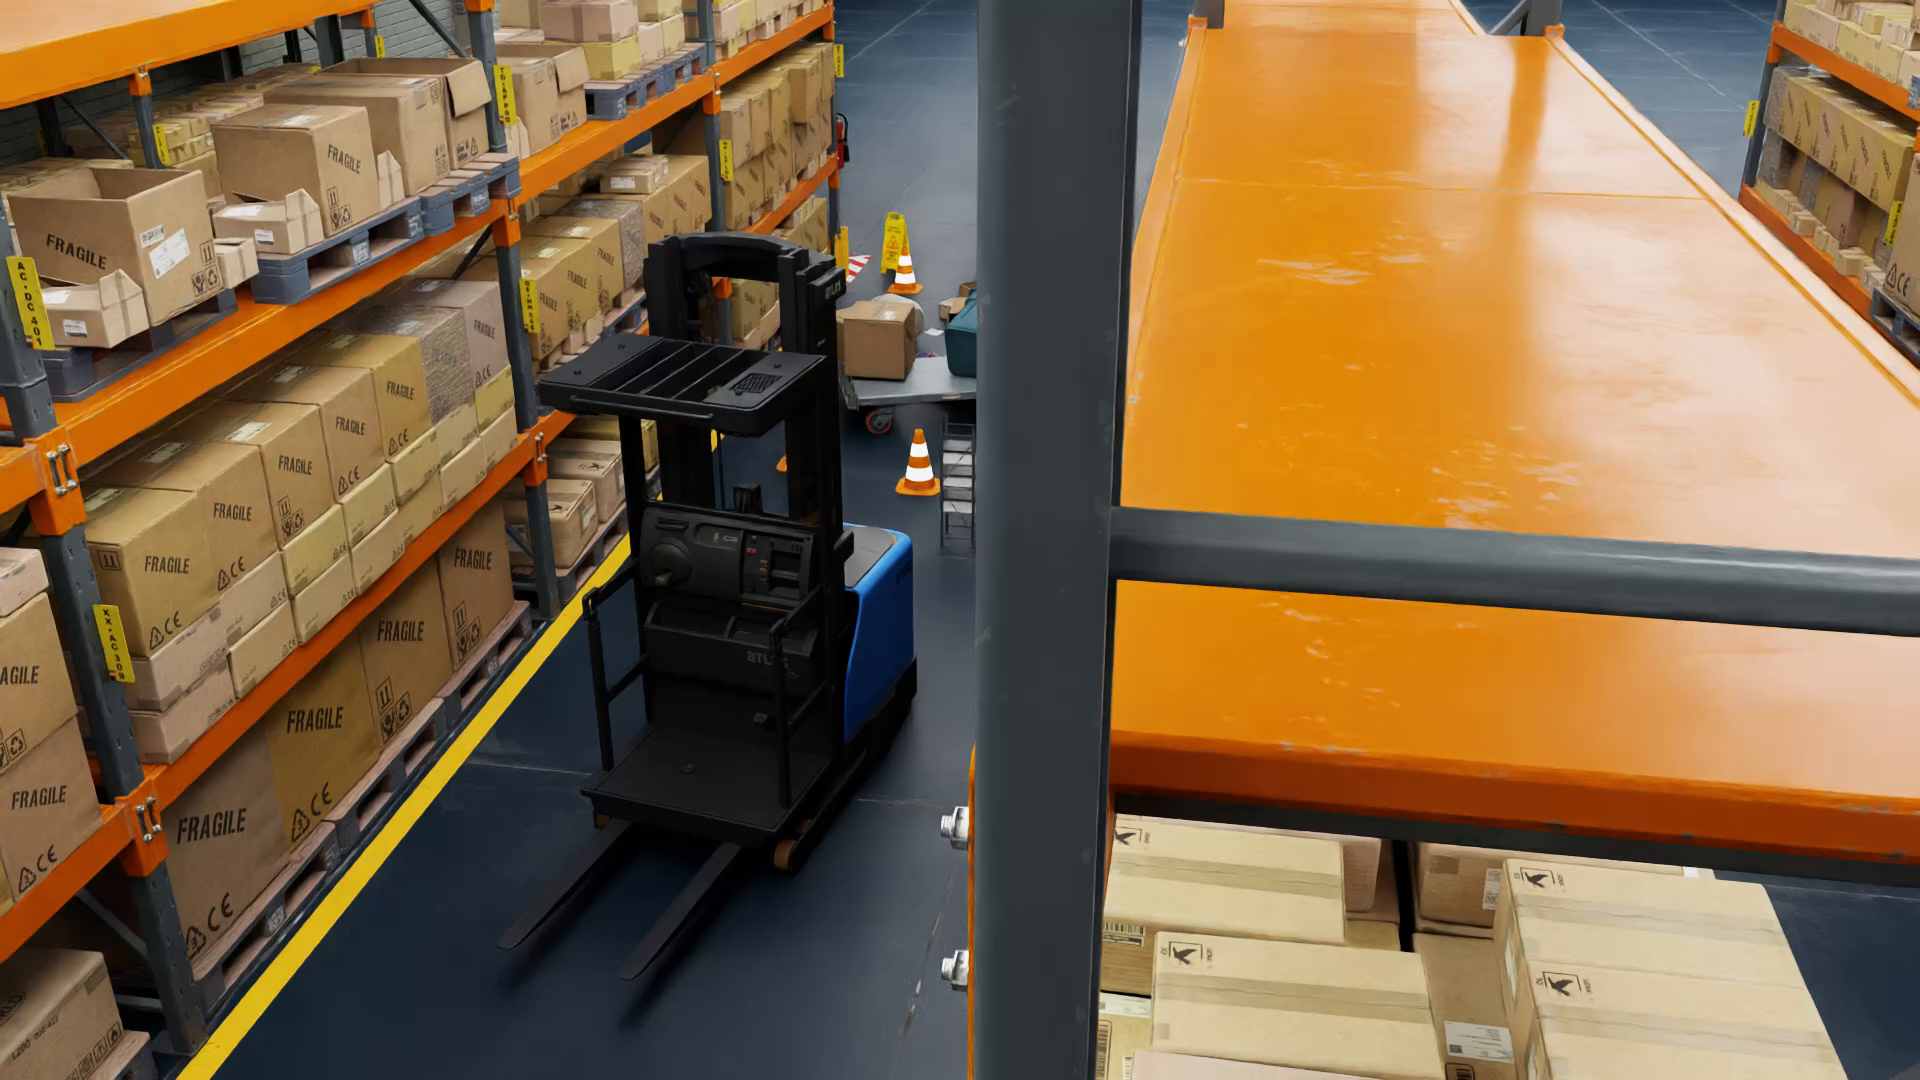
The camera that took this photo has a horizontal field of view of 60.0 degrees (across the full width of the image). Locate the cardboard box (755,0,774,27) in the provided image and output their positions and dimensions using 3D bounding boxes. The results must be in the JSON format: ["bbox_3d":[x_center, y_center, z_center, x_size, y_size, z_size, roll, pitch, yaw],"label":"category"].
[{"bbox_3d":[-1.914,-4.581,14.285,0.500,0.250,0.500,4,25,9],"label":"cardboard box"}]

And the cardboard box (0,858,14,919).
[{"bbox_3d":[-3.636,1.163,5.610,0.500,0.500,0.500,3,25,7],"label":"cardboard box"}]

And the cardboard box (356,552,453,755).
[{"bbox_3d":[-3.425,0.536,9.078,0.875,0.875,0.875,4,25,9],"label":"cardboard box"}]

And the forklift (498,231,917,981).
[{"bbox_3d":[-1.227,0.121,8.034,1.130,2.935,3.031,9,26,18],"label":"forklift"}]

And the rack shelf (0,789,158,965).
[{"bbox_3d":[-4.060,1.943,4.909,1.077,0.370,4.000,4,25,9],"label":"rack shelf"}]

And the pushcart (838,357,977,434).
[{"bbox_3d":[-0.169,-1.241,13.955,1.648,0.377,0.936,-5,25,-10],"label":"pushcart"}]

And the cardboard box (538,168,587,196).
[{"bbox_3d":[-2.928,-2.596,12.028,0.380,0.149,0.250,5,26,11],"label":"cardboard box"}]

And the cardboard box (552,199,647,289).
[{"bbox_3d":[-2.530,-2.084,11.700,0.500,0.500,0.500,3,25,7],"label":"cardboard box"}]

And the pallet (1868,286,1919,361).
[{"bbox_3d":[7.082,-1.482,11.605,1.003,0.211,1.213,4,25,9],"label":"pallet"}]

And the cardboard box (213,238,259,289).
[{"bbox_3d":[-3.182,-1.167,6.947,0.380,0.166,0.250,2,25,5],"label":"cardboard box"}]

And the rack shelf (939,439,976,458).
[{"bbox_3d":[-0.001,-0.619,11.452,0.258,0.077,0.200,4,25,9],"label":"rack shelf"}]

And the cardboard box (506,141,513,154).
[{"bbox_3d":[-2.861,-2.257,9.792,0.380,0.149,0.250,4,25,9],"label":"cardboard box"}]

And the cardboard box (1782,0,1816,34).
[{"bbox_3d":[7.671,-4.659,14.803,0.500,0.250,0.500,5,26,10],"label":"cardboard box"}]

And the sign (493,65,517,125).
[{"bbox_3d":[-2.534,-2.479,9.266,0.100,0.325,0.005,4,25,9],"label":"sign"}]

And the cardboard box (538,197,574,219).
[{"bbox_3d":[-3.035,-2.128,11.794,0.500,0.500,0.500,3,25,6],"label":"cardboard box"}]

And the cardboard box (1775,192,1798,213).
[{"bbox_3d":[7.587,-3.022,14.965,0.380,0.149,0.250,4,25,9],"label":"cardboard box"}]

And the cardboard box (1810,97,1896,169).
[{"bbox_3d":[7.401,-3.346,13.712,0.500,0.500,0.500,4,25,9],"label":"cardboard box"}]

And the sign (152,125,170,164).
[{"bbox_3d":[-6.787,-3.363,14.123,0.100,0.325,0.005,4,25,9],"label":"sign"}]

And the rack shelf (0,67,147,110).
[{"bbox_3d":[-7.651,-3.104,12.153,1.077,0.370,4.000,4,25,9],"label":"rack shelf"}]

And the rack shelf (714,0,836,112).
[{"bbox_3d":[-2.099,-4.434,14.996,1.077,0.370,4.000,4,25,9],"label":"rack shelf"}]

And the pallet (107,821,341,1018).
[{"bbox_3d":[-3.682,1.716,7.836,1.003,0.211,1.213,4,25,9],"label":"pallet"}]

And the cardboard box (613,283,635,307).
[{"bbox_3d":[-2.531,-1.764,11.782,0.380,0.149,0.250,5,26,10],"label":"cardboard box"}]

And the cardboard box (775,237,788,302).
[{"bbox_3d":[-1.901,-2.519,15.457,0.500,0.500,0.500,5,26,11],"label":"cardboard box"}]

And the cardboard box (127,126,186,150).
[{"bbox_3d":[-6.979,-3.494,14.443,0.380,0.149,0.250,5,25,10],"label":"cardboard box"}]

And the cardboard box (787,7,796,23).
[{"bbox_3d":[-1.741,-4.890,15.418,0.380,0.149,0.250,4,25,8],"label":"cardboard box"}]

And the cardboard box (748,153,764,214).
[{"bbox_3d":[-2.020,-3.122,14.412,0.500,0.500,0.500,4,25,8],"label":"cardboard box"}]

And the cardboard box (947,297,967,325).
[{"bbox_3d":[0.293,-1.867,14.986,0.797,0.637,0.503,4,25,9],"label":"cardboard box"}]

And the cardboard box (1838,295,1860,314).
[{"bbox_3d":[7.701,-1.837,14.589,0.500,0.500,0.500,6,26,13],"label":"cardboard box"}]

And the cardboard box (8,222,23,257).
[{"bbox_3d":[-3.797,-1.111,6.657,0.500,0.311,0.500,4,25,9],"label":"cardboard box"}]

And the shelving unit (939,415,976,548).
[{"bbox_3d":[-0.001,-0.404,11.552,0.258,0.900,0.210,4,25,9],"label":"shelving unit"}]

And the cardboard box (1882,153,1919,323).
[{"bbox_3d":[7.083,-2.018,11.320,1.000,1.000,1.000,4,25,9],"label":"cardboard box"}]

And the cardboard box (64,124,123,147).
[{"bbox_3d":[-7.570,-3.536,14.532,0.380,0.149,0.250,4,25,9],"label":"cardboard box"}]

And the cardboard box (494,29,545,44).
[{"bbox_3d":[-3.060,-3.405,11.630,0.500,0.250,0.500,4,25,8],"label":"cardboard box"}]

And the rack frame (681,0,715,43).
[{"bbox_3d":[-2.426,-5.282,12.420,1.000,3.000,0.127,4,25,9],"label":"rack frame"}]

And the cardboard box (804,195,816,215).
[{"bbox_3d":[-1.640,-3.305,16.371,0.380,0.149,0.250,5,26,10],"label":"cardboard box"}]

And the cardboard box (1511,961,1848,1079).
[{"bbox_3d":[0.966,0.723,2.245,0.380,0.149,0.250,4,25,8],"label":"cardboard box"}]

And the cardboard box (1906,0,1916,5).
[{"bbox_3d":[8.001,-4.651,13.551,0.500,0.500,0.500,4,25,9],"label":"cardboard box"}]

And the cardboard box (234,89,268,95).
[{"bbox_3d":[-6.766,-4.248,16.053,0.380,0.149,0.250,4,25,9],"label":"cardboard box"}]

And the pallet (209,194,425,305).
[{"bbox_3d":[-3.313,-1.424,7.939,1.003,0.211,1.213,5,26,11],"label":"pallet"}]

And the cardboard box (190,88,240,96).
[{"bbox_3d":[-7.217,-4.284,16.130,0.380,0.149,0.250,4,25,9],"label":"cardboard box"}]

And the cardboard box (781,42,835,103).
[{"bbox_3d":[-1.641,-4.642,16.481,0.700,0.500,0.500,3,25,7],"label":"cardboard box"}]

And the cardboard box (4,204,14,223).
[{"bbox_3d":[-7.307,-2.436,12.532,0.380,0.149,0.250,3,25,7],"label":"cardboard box"}]

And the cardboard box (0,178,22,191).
[{"bbox_3d":[-7.751,-2.793,13.296,0.380,0.149,0.250,4,25,8],"label":"cardboard box"}]

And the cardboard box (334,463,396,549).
[{"bbox_3d":[-3.137,-0.183,8.190,0.500,0.250,0.500,3,25,7],"label":"cardboard box"}]

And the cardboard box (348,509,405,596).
[{"bbox_3d":[-3.128,0.045,8.293,0.500,0.250,0.500,4,25,8],"label":"cardboard box"}]

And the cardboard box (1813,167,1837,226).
[{"bbox_3d":[7.706,-2.872,13.878,0.875,0.500,0.500,4,25,9],"label":"cardboard box"}]

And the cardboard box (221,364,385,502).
[{"bbox_3d":[-3.160,-0.523,8.031,0.500,0.500,0.500,4,25,8],"label":"cardboard box"}]

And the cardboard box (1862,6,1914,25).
[{"bbox_3d":[7.460,-4.164,13.276,0.380,0.149,0.250,3,25,7],"label":"cardboard box"}]

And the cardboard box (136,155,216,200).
[{"bbox_3d":[-6.994,-3.120,14.760,0.500,0.500,0.500,3,25,7],"label":"cardboard box"}]

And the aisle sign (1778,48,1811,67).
[{"bbox_3d":[7.718,-4.776,15.348,0.394,0.787,0.004,4,25,9],"label":"aisle sign"}]

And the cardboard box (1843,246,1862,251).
[{"bbox_3d":[7.348,-2.287,13.394,0.380,0.149,0.250,4,25,9],"label":"cardboard box"}]

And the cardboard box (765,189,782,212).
[{"bbox_3d":[-1.840,-3.095,15.121,0.380,0.149,0.250,4,25,9],"label":"cardboard box"}]

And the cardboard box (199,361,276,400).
[{"bbox_3d":[-3.659,-0.567,8.125,0.500,0.500,0.500,4,25,9],"label":"cardboard box"}]
